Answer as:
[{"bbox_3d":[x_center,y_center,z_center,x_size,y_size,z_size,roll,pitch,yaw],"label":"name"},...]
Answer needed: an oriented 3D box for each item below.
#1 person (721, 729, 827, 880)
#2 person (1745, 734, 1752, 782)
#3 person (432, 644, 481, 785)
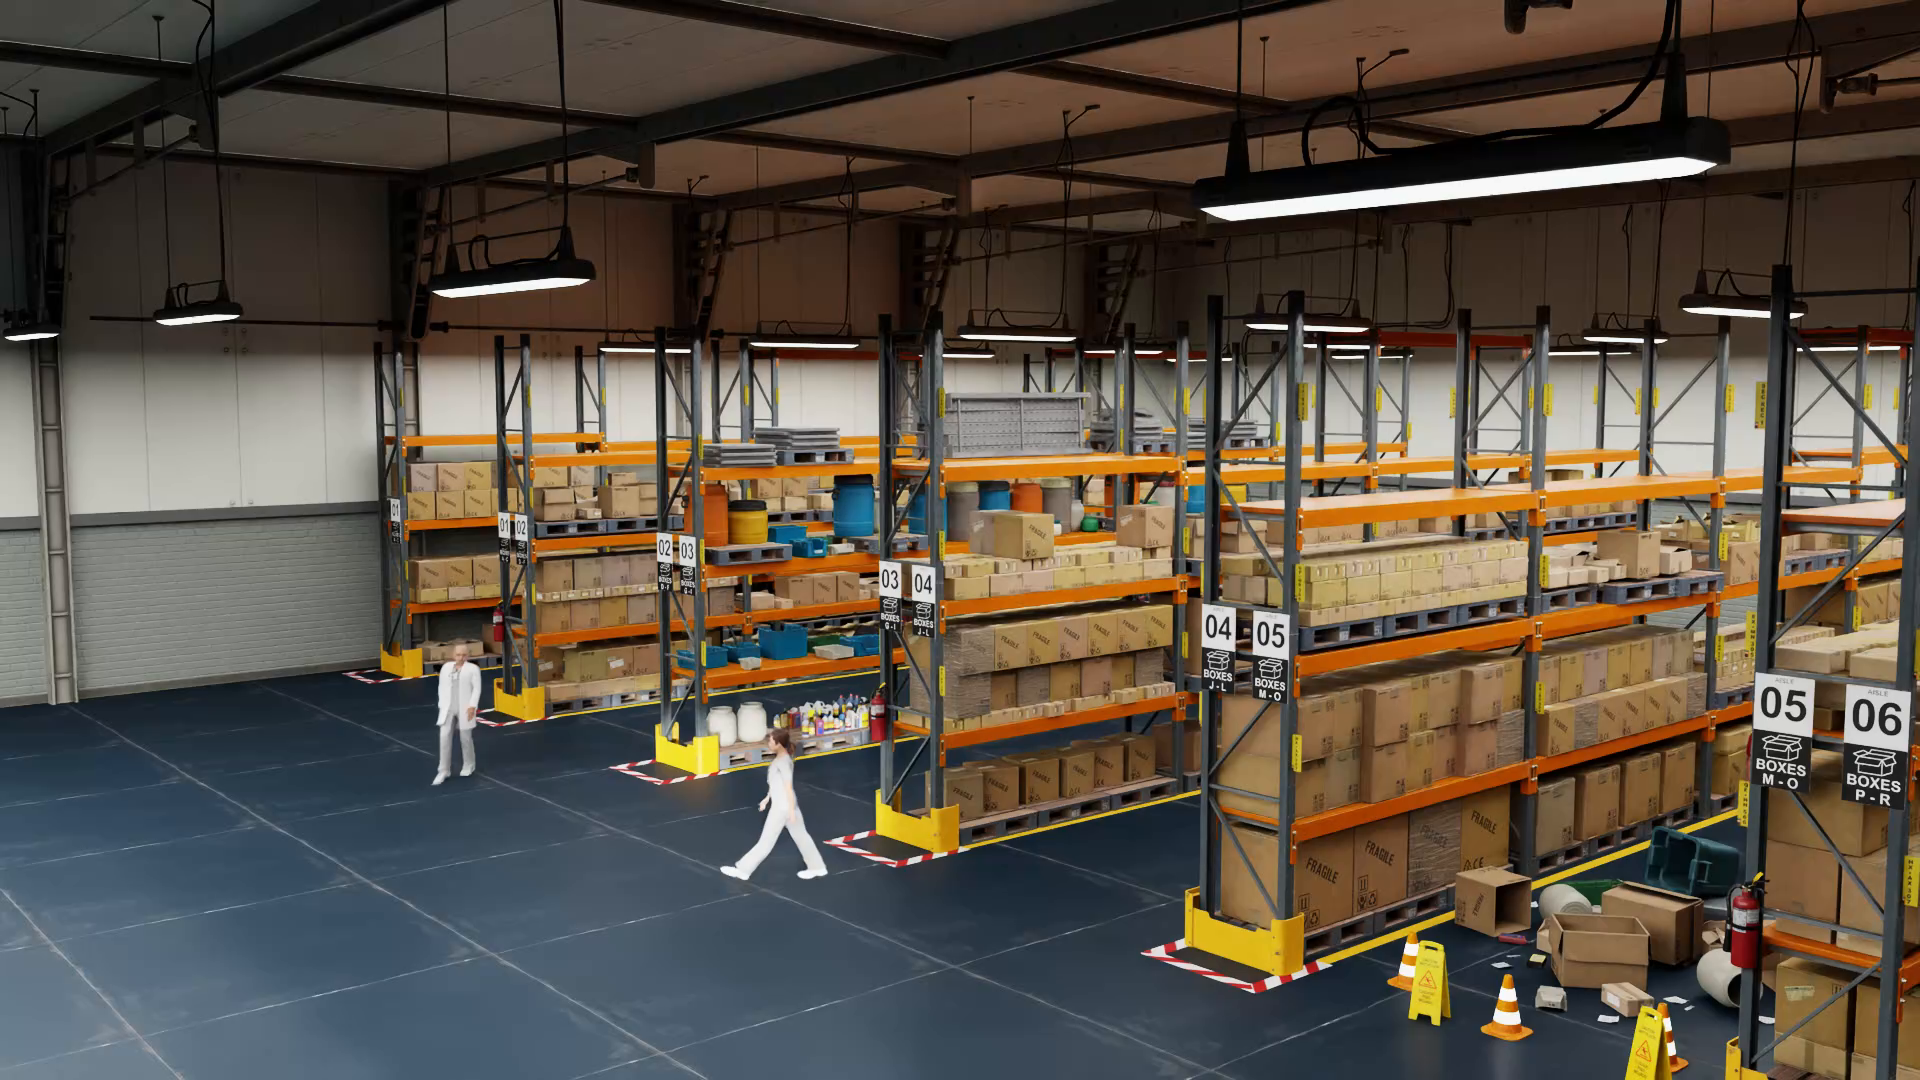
[{"bbox_3d":[-1.940,2.760,17.388,1.089,1.608,0.467,0,5,0],"label":"person"},{"bbox_3d":[8.751,2.678,17.947,0.562,1.723,0.585,-3,6,-34],"label":"person"},{"bbox_3d":[-6.669,2.309,22.024,0.605,1.761,0.816,0,5,-1],"label":"person"}]
